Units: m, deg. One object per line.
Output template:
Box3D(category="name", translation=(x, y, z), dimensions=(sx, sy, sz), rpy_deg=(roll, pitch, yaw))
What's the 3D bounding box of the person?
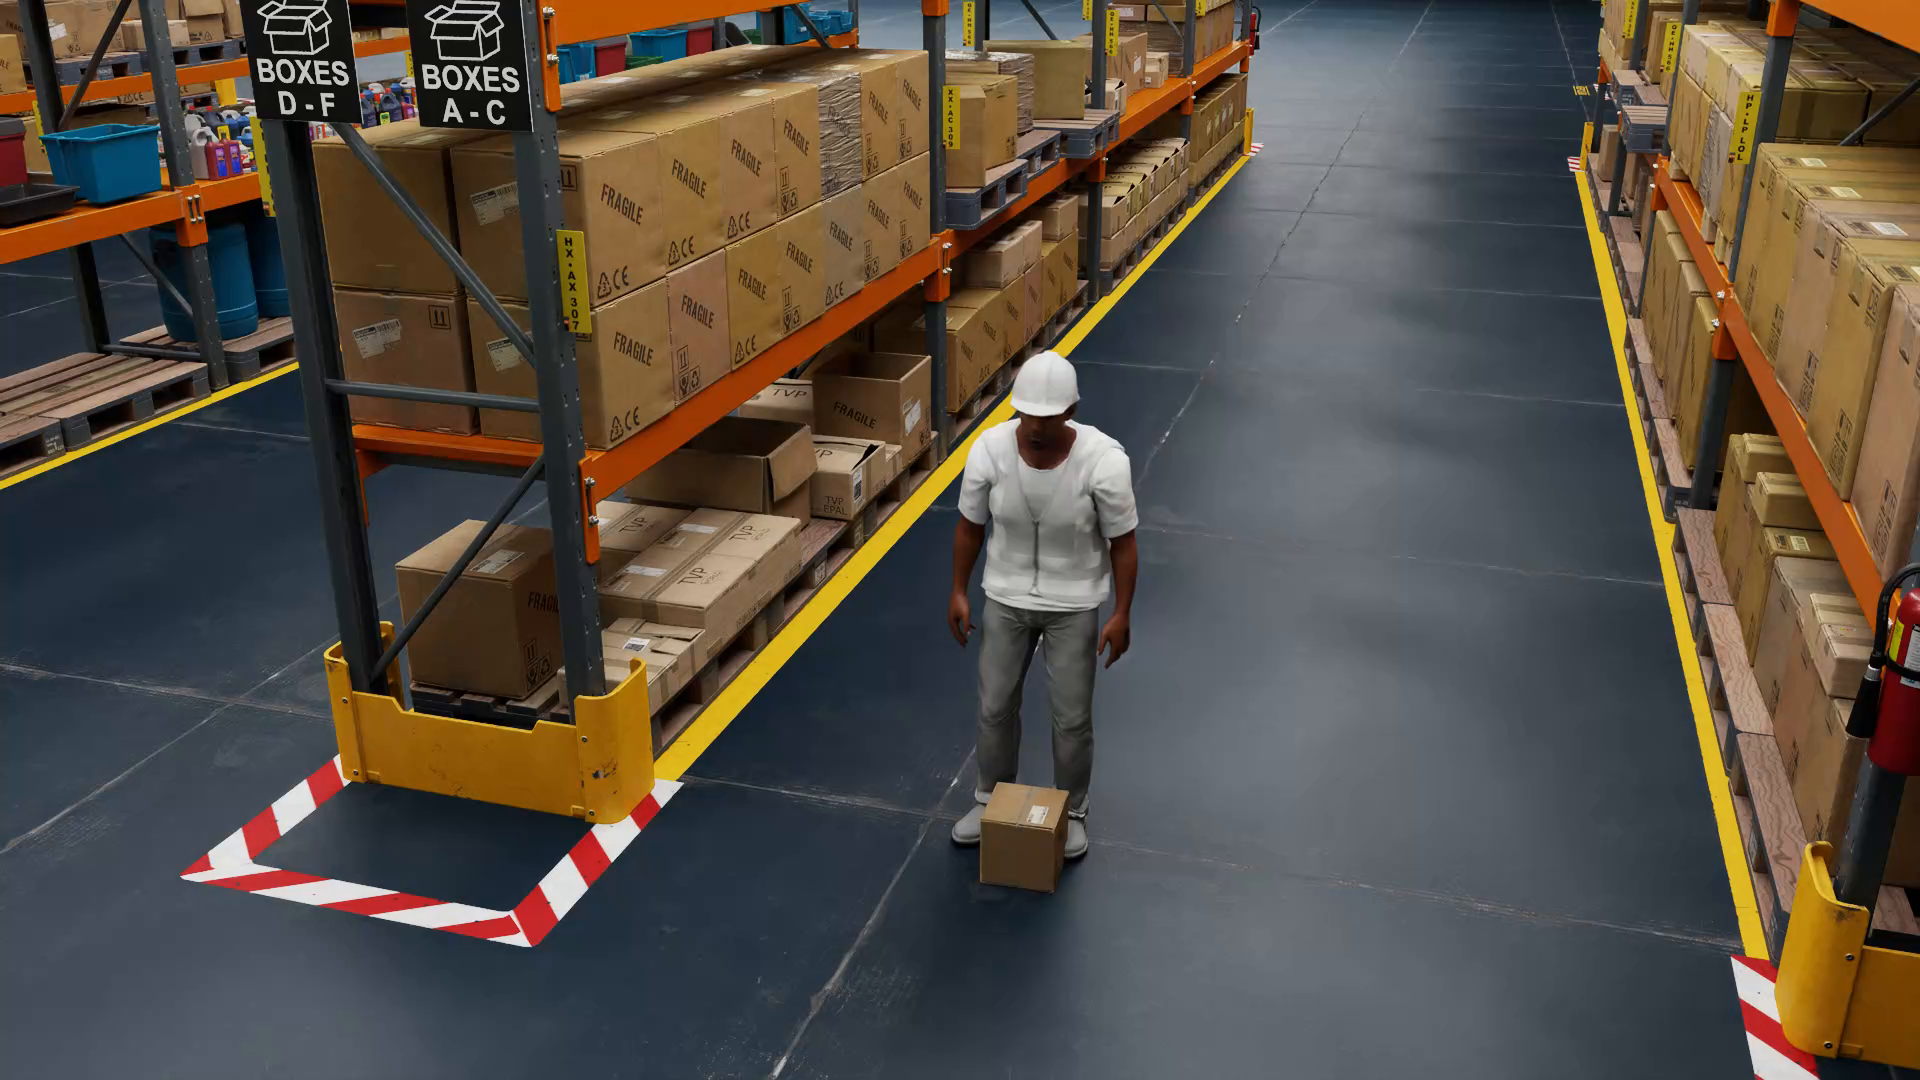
Box3D(category="person", translation=(0.266, 0.216, 5.524), dimensions=(0.628, 1.761, 0.457), rpy_deg=(7, 23, 16))
